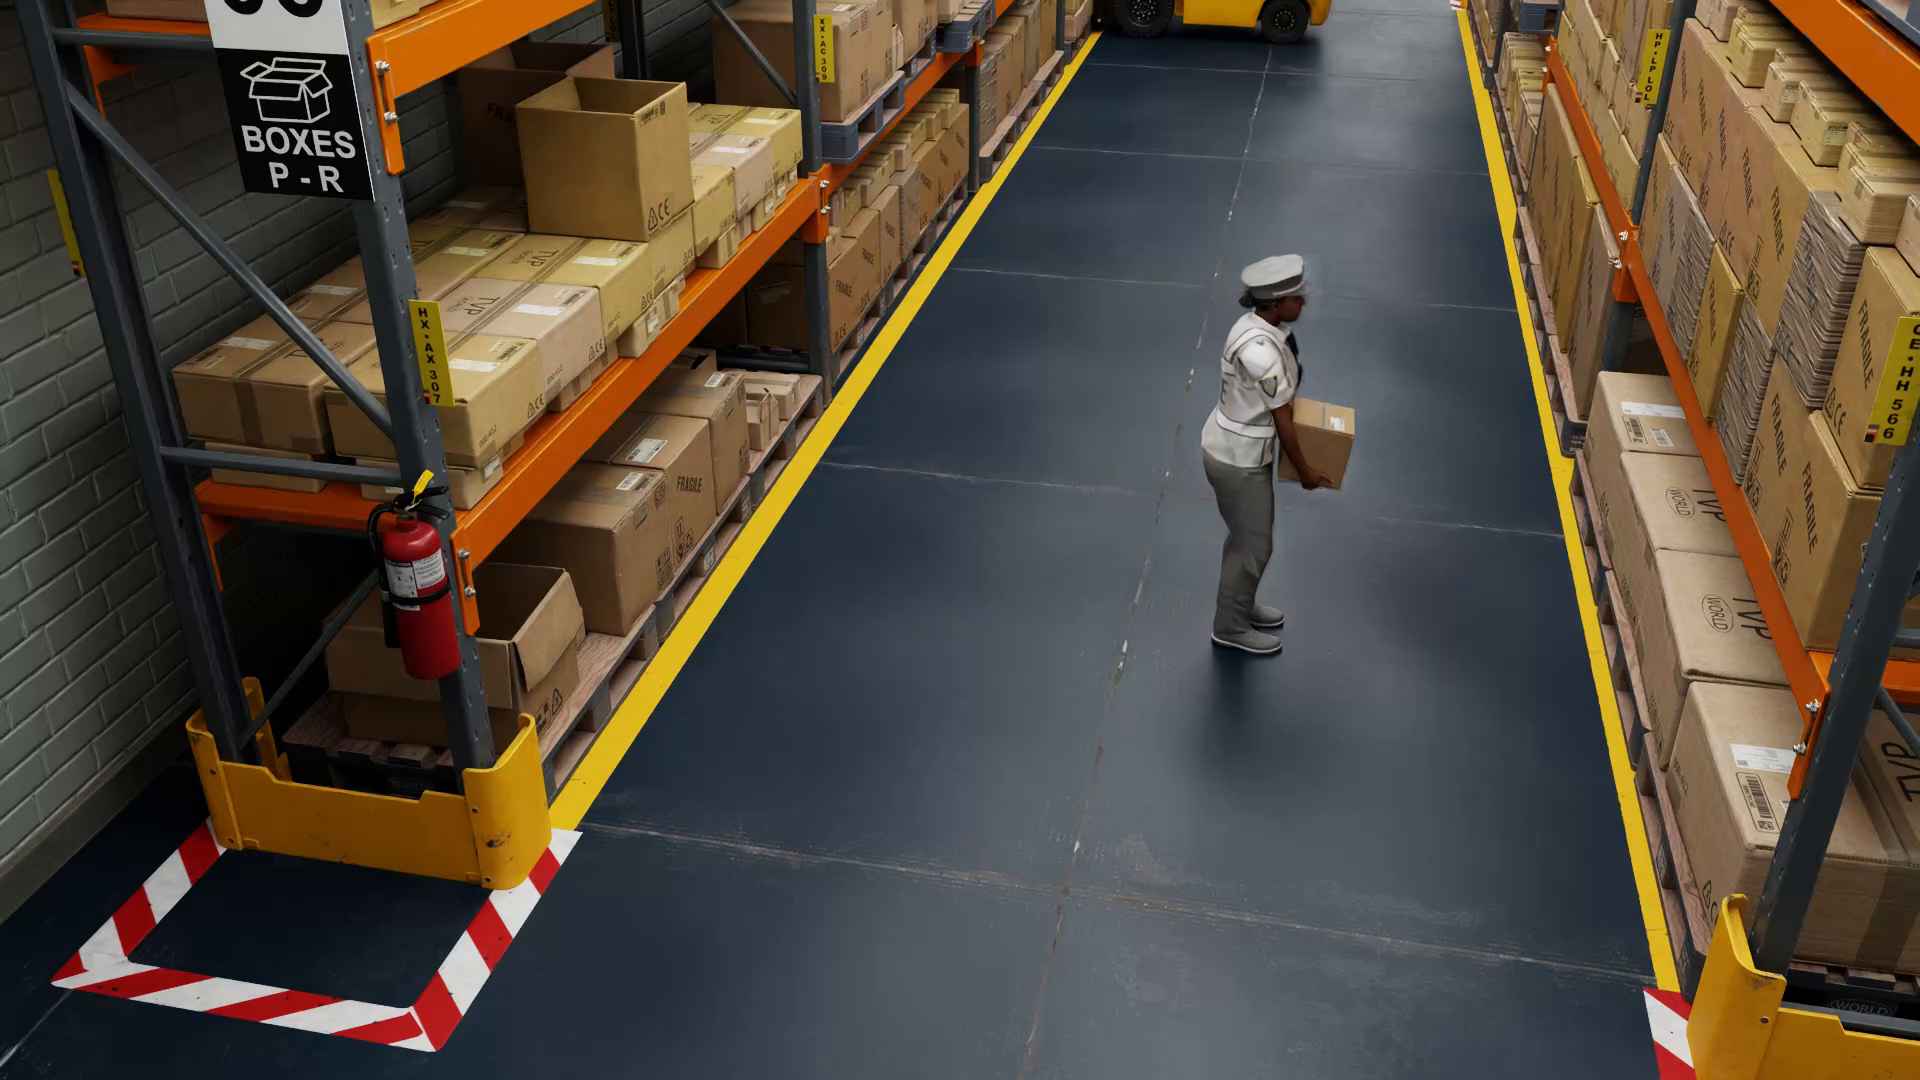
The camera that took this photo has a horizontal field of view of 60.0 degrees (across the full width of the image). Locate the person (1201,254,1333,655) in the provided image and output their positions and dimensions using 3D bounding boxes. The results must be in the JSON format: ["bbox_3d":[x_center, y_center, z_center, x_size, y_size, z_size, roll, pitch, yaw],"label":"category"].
[{"bbox_3d":[1.240,-0.336,6.731,0.533,1.674,0.416,5,29,10],"label":"person"}]
